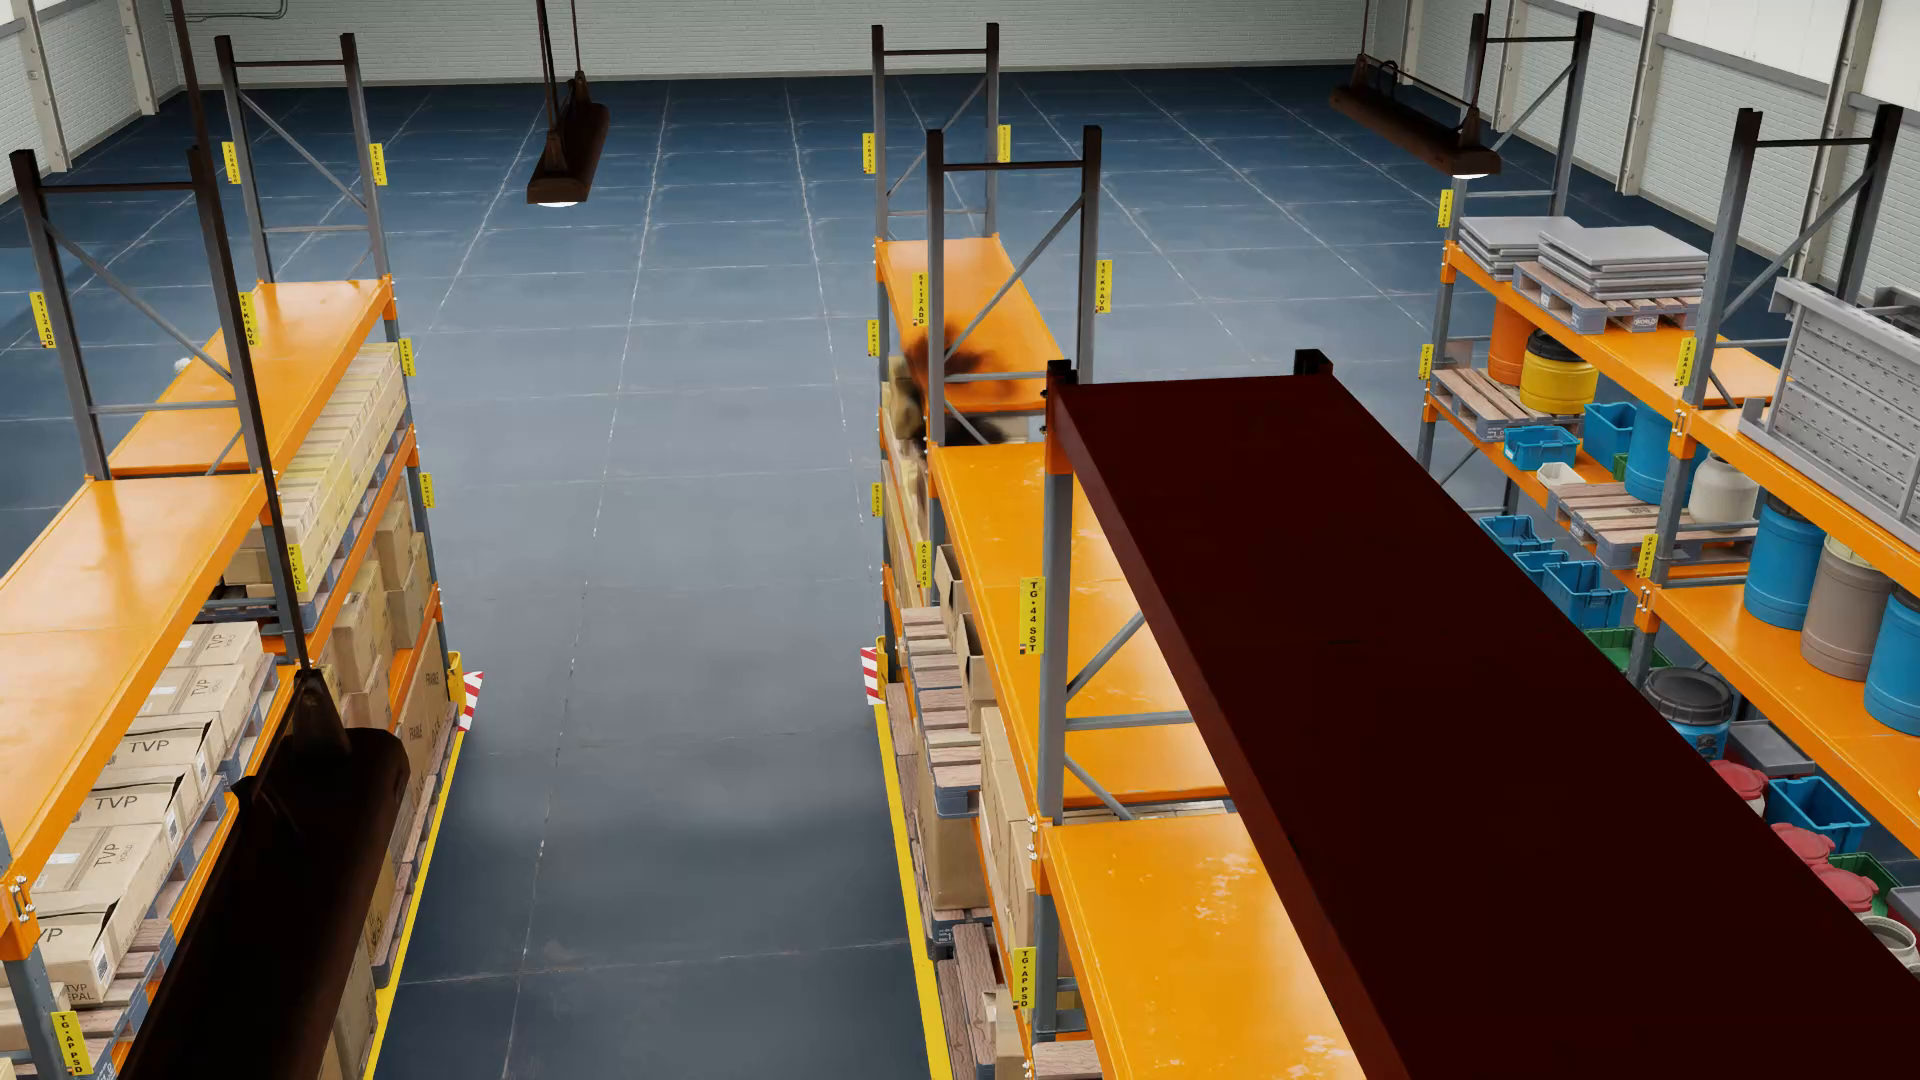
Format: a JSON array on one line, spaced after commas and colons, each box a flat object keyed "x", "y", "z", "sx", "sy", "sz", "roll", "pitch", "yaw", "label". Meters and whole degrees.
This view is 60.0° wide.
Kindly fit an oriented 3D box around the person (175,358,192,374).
[{"x": -8.784, "y": -1.257, "z": 19.095, "sx": 0.721, "sy": 1.759, "sz": 0.638, "roll": -23, "pitch": 34, "yaw": -39, "label": "person"}]
